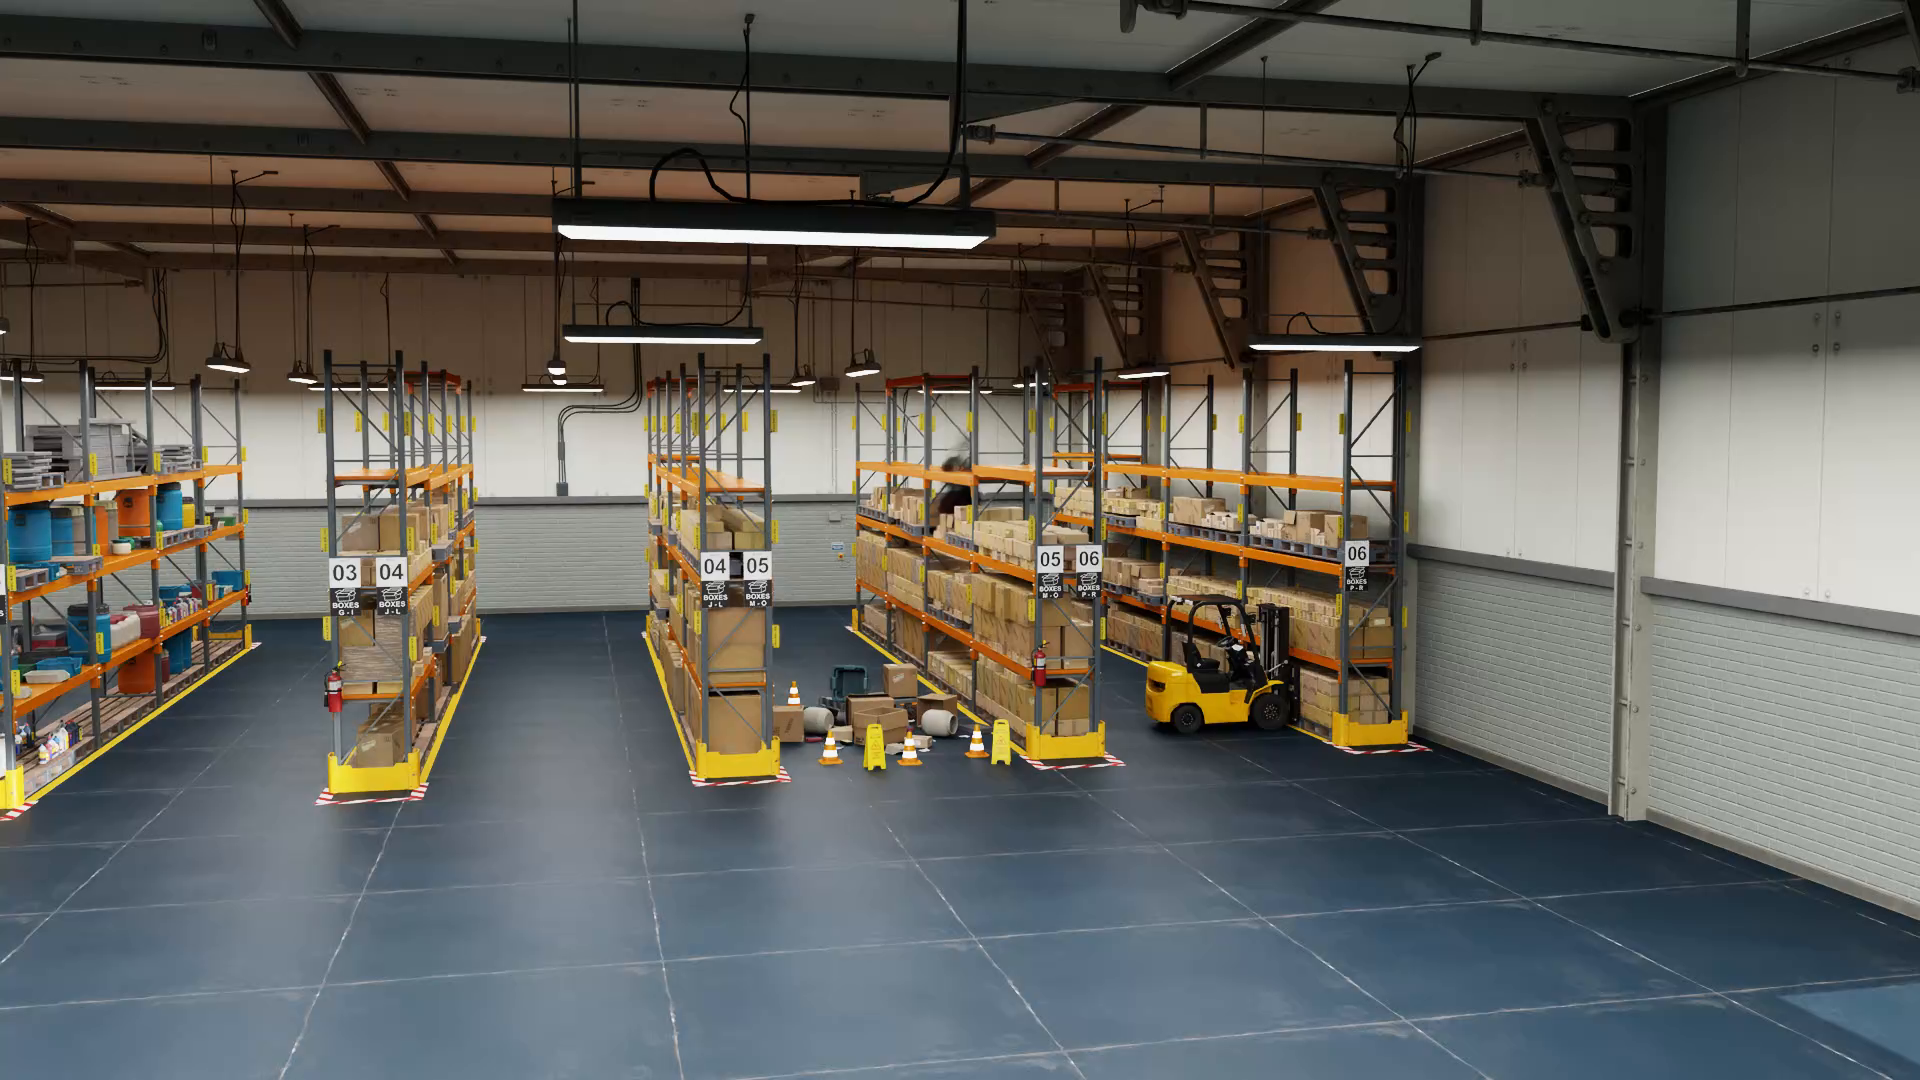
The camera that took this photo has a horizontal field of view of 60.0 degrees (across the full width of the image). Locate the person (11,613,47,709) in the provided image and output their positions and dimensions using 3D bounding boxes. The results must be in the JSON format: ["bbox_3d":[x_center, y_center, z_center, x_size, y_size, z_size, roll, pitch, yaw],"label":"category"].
[{"bbox_3d":[-16.318,2.116,29.205,0.625,1.707,0.768,-1,4,-14],"label":"person"}]
